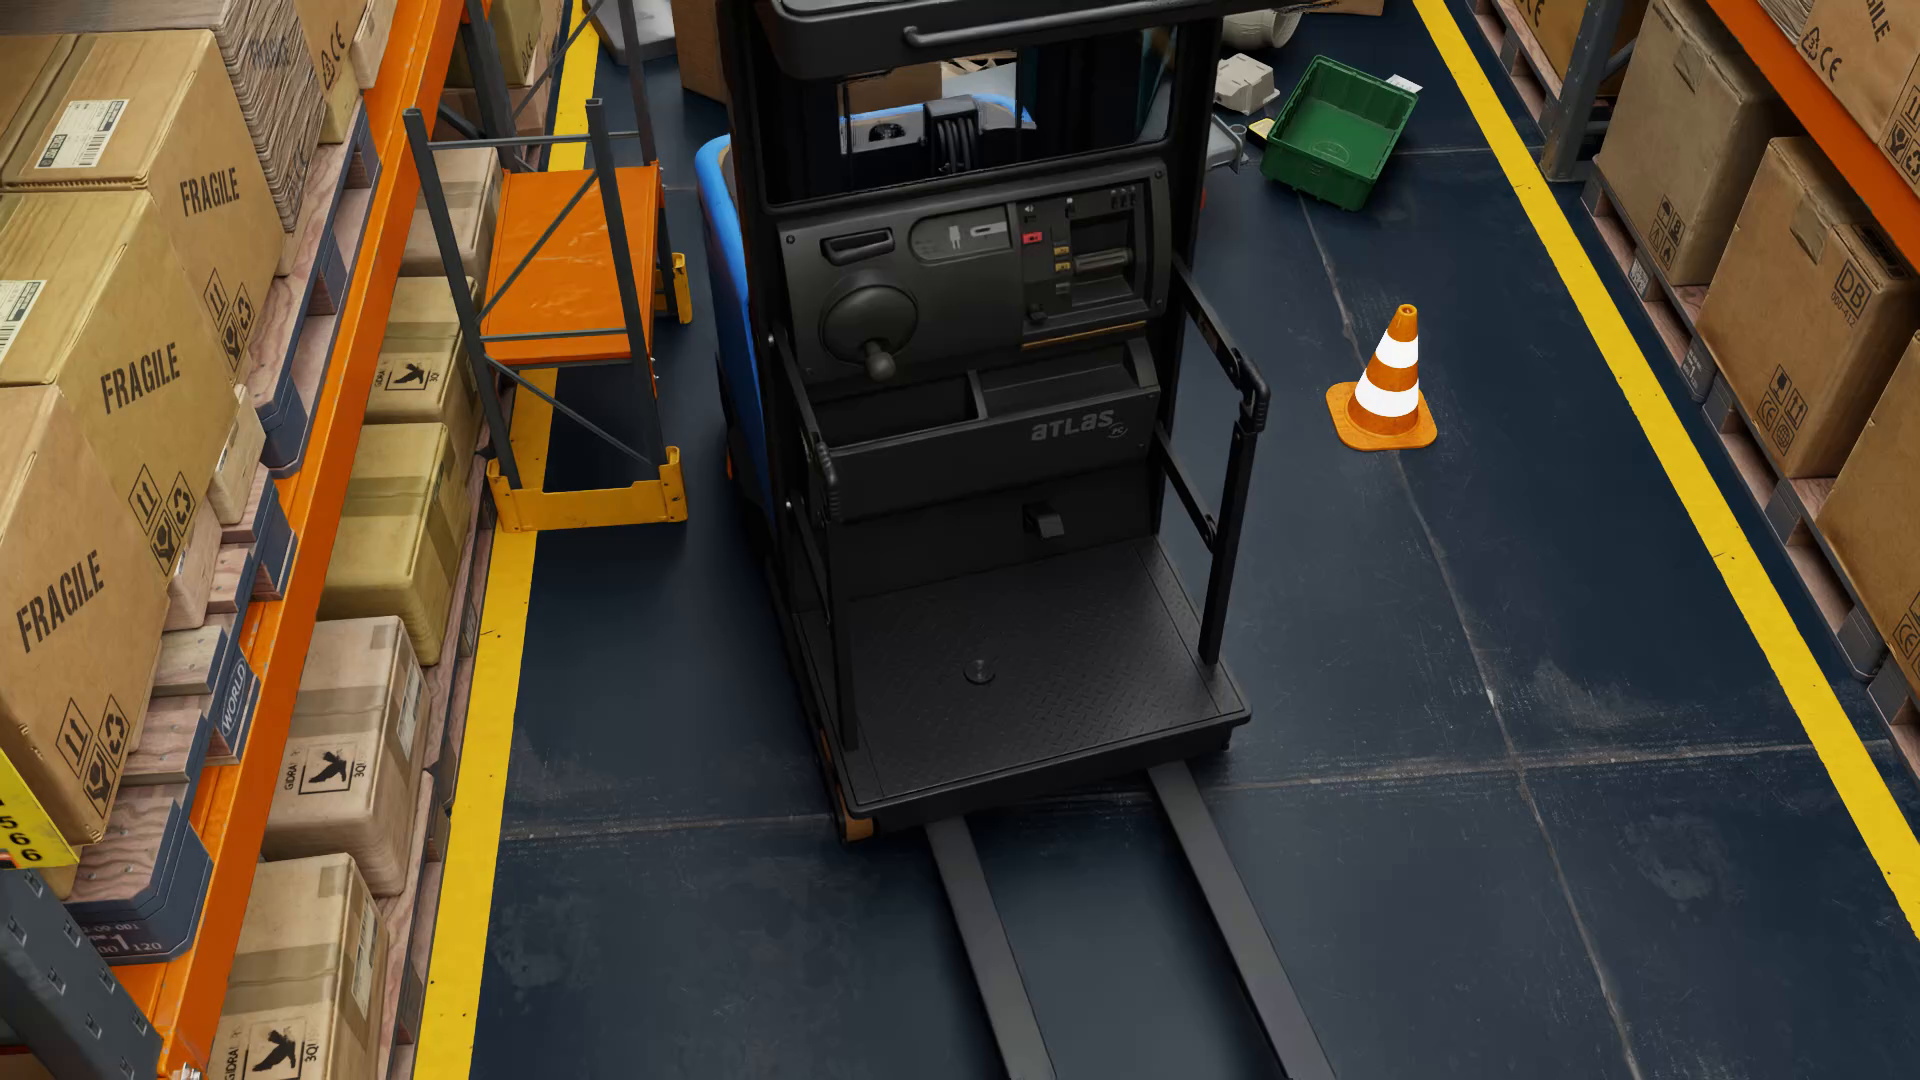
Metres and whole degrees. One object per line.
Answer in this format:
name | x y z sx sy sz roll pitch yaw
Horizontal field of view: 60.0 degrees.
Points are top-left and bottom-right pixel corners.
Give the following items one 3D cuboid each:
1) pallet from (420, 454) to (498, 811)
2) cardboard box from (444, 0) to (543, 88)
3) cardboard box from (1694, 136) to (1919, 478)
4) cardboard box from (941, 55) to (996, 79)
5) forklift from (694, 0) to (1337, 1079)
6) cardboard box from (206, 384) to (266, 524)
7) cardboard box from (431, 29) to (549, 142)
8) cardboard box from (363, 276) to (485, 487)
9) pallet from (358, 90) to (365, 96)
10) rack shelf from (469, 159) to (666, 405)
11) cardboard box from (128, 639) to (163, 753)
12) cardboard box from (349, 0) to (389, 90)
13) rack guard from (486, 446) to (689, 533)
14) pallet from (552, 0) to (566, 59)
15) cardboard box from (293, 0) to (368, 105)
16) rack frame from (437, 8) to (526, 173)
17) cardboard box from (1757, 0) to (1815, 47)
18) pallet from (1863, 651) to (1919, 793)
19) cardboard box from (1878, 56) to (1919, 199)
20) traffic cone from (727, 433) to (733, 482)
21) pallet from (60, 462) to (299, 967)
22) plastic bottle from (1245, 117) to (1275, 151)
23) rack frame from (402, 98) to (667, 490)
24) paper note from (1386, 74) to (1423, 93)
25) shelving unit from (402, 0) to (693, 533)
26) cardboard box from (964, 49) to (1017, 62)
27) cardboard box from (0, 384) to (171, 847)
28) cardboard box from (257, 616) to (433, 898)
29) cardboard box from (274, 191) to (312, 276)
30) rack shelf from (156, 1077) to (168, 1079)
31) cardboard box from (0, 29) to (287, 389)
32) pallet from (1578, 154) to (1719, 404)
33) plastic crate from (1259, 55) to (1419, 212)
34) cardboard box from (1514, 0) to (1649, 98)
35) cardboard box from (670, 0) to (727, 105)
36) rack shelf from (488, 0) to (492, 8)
pallet | -1.932 0.267 4.852 1.003 0.211 1.213 -3 47 -3
cardboard box | -1.885 -2.040 6.204 0.500 0.500 0.500 -1 47 -1
cardboard box | 3.039 -0.743 5.148 1.050 0.750 0.750 -3 47 -3
cardboard box | -0.034 -1.920 6.885 0.258 0.266 0.396 -36 56 -29
forklift | 0.113 -0.528 3.731 1.130 2.935 3.031 -12 48 -11
cardboard box | -1.581 -0.158 3.218 0.380 0.149 0.250 -3 47 -3
cardboard box | -1.885 -1.782 6.477 0.500 0.250 0.500 -5 47 -5
cardboard box | -1.994 -0.482 5.161 0.950 0.372 0.625 -1 47 -1
pallet | -2.185 -1.512 4.748 1.003 0.211 1.213 -3 47 -3
rack shelf | -1.212 -0.829 5.250 0.538 0.185 1.000 -4 47 -4
cardboard box | -1.601 0.243 2.838 0.380 0.149 0.250 -6 47 -6
cardboard box | -1.699 -1.282 4.282 0.380 0.149 0.250 -3 47 -3
rack guard | -1.163 -0.157 5.226 0.587 0.250 0.087 -4 47 -4
pallet | -2.301 -2.550 7.519 1.003 0.211 1.213 -3 47 -3
cardboard box | -1.757 -1.368 3.917 0.500 0.500 0.500 -2 47 -2
rack frame | -2.104 -2.140 5.211 1.000 3.000 0.127 -3 47 -3
cardboard box | 2.639 -1.786 4.807 0.500 0.500 0.500 -3 47 -3
pallet | 3.164 0.764 4.381 1.003 0.211 1.213 -3 47 -3
cardboard box | 2.720 -1.057 4.116 0.500 0.500 0.500 -3 47 -3
traffic cone | -0.605 -0.456 5.363 0.336 0.463 0.334 -3 47 -3
pallet | -1.935 0.311 3.022 1.213 0.211 1.003 -3 47 -3
plastic bottle | 1.293 -1.612 6.734 0.133 0.061 0.283 -27 52 -23
rack frame | -1.163 -0.586 4.772 0.500 1.500 0.032 -4 47 -4
paper note | 1.861 -1.925 7.051 0.147 0.020 0.142 -36 56 -29
shelving unit | -1.212 -0.947 5.113 0.587 1.500 1.083 -4 47 -4
cardboard box | 0.317 -2.429 7.111 0.797 0.637 0.503 -3 47 -3
cardboard box | -1.576 0.133 2.495 0.500 0.500 0.500 -5 47 -4
cardboard box | -1.876 0.570 4.164 0.950 0.372 0.625 -4 47 -4
cardboard box | -1.698 -0.723 3.752 0.380 0.149 0.250 -2 47 -2
rack shelf | -1.602 2.448 1.361 1.077 0.370 4.000 -3 47 -3
cardboard box | -1.678 -0.627 3.215 0.500 0.500 0.500 -3 47 -3
pallet | 2.960 -1.001 6.053 1.003 0.211 1.213 -3 47 -3
plastic crate | 1.500 -1.613 6.609 0.450 0.188 0.662 25 51 9
cardboard box | 2.837 -2.387 6.619 0.875 0.875 0.875 -3 47 -3
cardboard box | -0.838 -2.139 6.930 0.500 0.500 0.500 27 52 23
rack shelf | -2.272 -3.340 6.842 1.077 0.370 4.000 -3 47 -3
